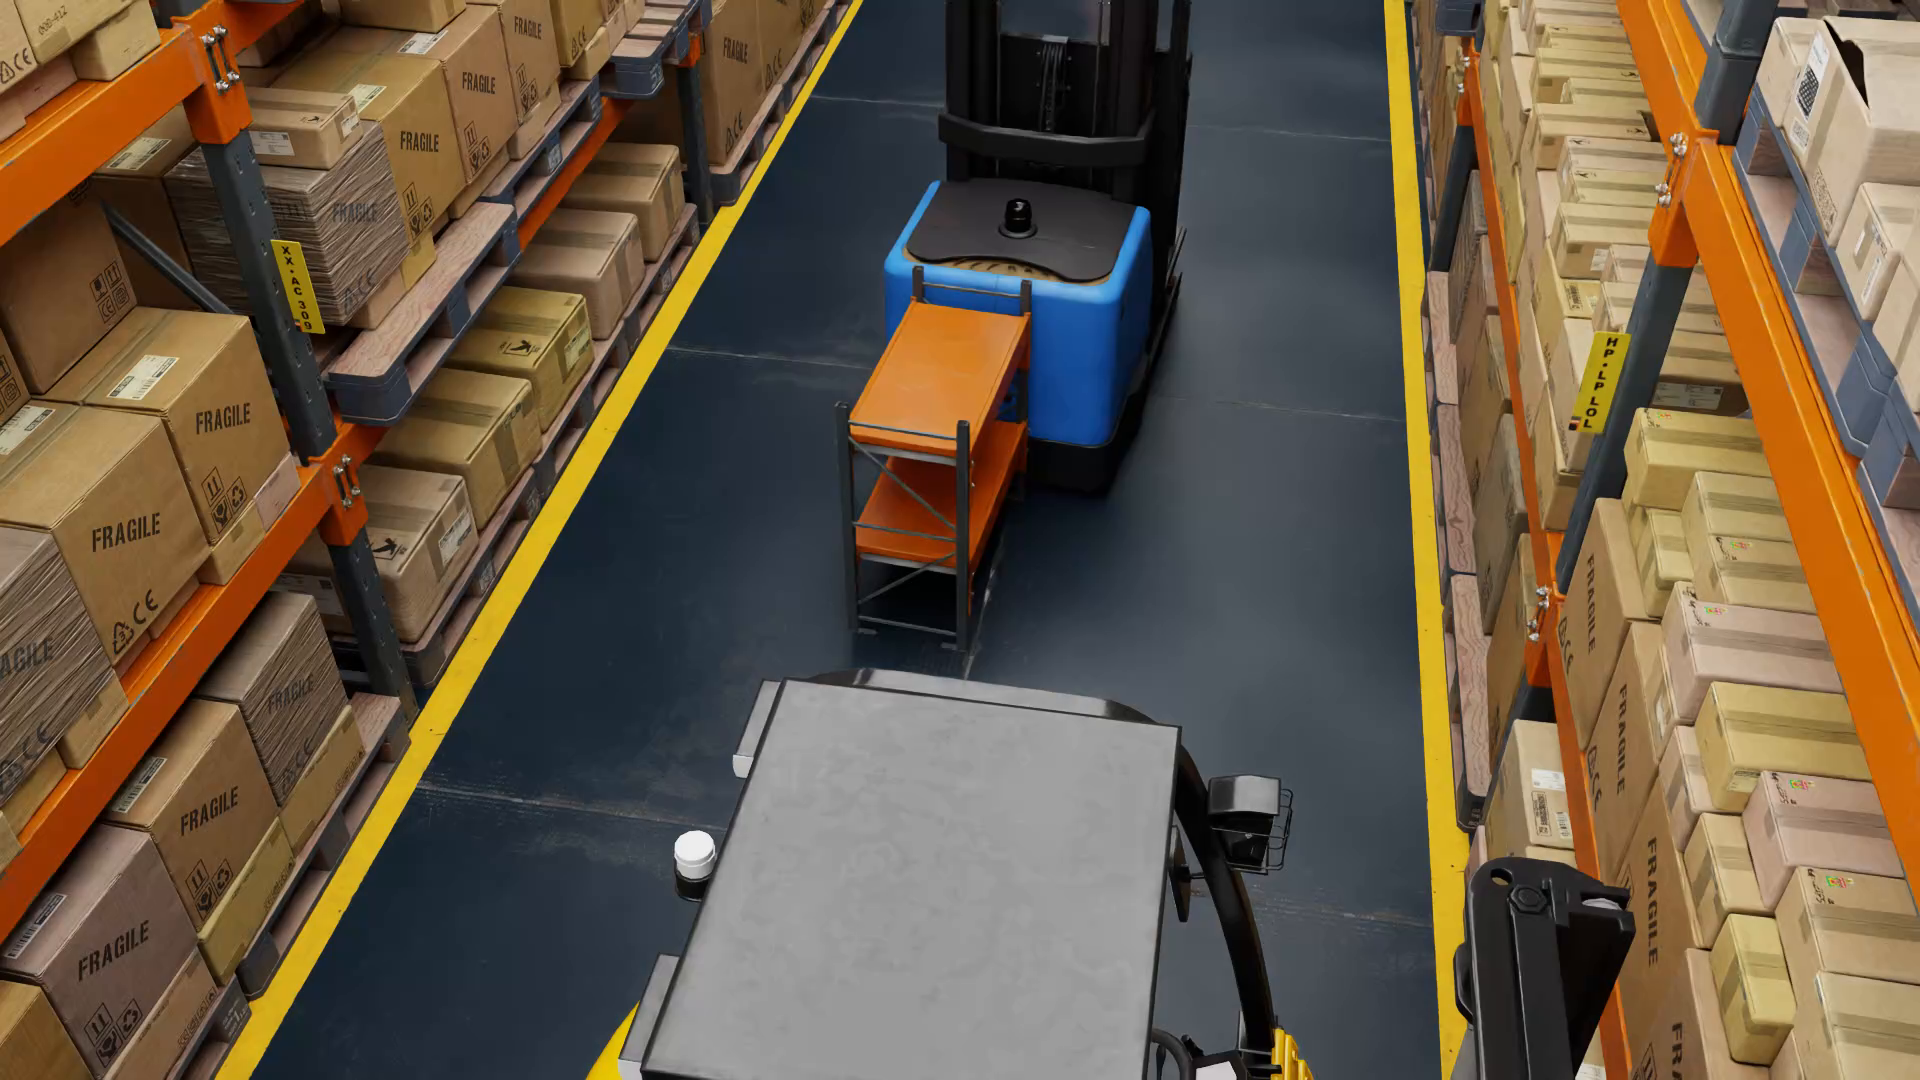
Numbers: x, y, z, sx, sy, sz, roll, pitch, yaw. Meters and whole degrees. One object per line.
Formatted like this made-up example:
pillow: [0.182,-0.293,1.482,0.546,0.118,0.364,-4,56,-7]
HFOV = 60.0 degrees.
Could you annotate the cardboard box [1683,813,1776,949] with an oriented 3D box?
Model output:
cardboard box: [1.732,0.722,3.435,0.380,0.149,0.250,5,40,6]

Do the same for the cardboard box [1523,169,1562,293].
cardboard box: [2.305,-1.075,5.922,0.500,0.250,0.500,7,40,9]

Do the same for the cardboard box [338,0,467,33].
cardboard box: [-2.078,-2.020,6.188,0.380,0.149,0.250,9,40,10]

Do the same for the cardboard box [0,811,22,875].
cardboard box: [-2.604,0.788,4.140,0.380,0.149,0.250,7,40,8]

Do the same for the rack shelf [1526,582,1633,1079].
rack shelf: [1.950,1.572,3.559,1.077,0.370,4.000,6,40,8]

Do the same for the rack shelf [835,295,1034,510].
rack shelf: [-0.081,-0.566,6.592,0.538,0.278,1.000,10,41,11]

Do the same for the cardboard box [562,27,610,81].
cardboard box: [-1.786,-2.178,7.398,0.380,0.149,0.250,7,40,8]

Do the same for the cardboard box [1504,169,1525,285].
cardboard box: [2.405,-1.197,6.461,0.500,0.250,0.500,8,40,9]

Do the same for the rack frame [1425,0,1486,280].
rack frame: [2.988,-2.471,7.884,1.000,3.000,0.127,6,40,8]

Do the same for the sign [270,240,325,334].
sign: [-2.058,-0.784,5.165,0.100,0.325,0.005,6,40,8]

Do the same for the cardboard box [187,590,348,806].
cardboard box: [-2.432,0.505,5.526,0.500,0.500,0.500,6,40,7]

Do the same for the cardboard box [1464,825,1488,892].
cardboard box: [1.886,1.205,5.267,0.500,0.250,0.500,7,40,8]

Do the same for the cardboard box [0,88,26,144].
cardboard box: [-2.499,-1.021,3.974,0.380,0.149,0.250,7,40,8]

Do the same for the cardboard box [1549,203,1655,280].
cardboard box: [2.172,-0.979,5.493,0.380,0.149,0.250,5,40,6]

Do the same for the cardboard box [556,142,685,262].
cardboard box: [-2.009,-1.811,8.819,0.950,0.372,0.625,4,40,5]

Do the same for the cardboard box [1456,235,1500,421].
cardboard box: [2.761,-0.916,7.538,0.875,0.625,0.625,8,40,9]

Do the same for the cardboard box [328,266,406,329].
cardboard box: [-2.187,-0.882,5.831,0.380,0.149,0.250,7,40,8]

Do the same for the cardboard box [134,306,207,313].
cardboard box: [-2.777,-0.924,5.881,0.380,0.149,0.250,7,40,8]

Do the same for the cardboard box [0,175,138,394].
cardboard box: [-2.883,-0.792,4.757,0.700,0.500,0.500,6,40,7]

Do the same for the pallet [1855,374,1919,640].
pallet: [1.960,0.219,2.346,1.003,0.211,1.213,6,40,8]

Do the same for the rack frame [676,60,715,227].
rack frame: [-1.902,-3.016,8.543,1.000,3.000,0.127,6,40,8]

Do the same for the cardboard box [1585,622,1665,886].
cardboard box: [1.888,0.580,4.116,0.500,0.500,0.500,7,40,8]

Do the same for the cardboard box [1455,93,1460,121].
cardboard box: [2.824,-2.257,8.749,0.380,0.149,0.250,5,40,5]

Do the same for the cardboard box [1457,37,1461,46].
cardboard box: [3.063,-2.909,9.538,0.380,0.149,0.250,6,40,7]

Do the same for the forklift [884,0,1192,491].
forklift: [0.537,-2.295,7.725,1.130,2.935,3.031,10,41,11]

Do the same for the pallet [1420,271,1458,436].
pallet: [2.807,-0.884,8.153,1.003,0.211,1.213,6,40,8]

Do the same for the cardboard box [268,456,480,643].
cardboard box: [-2.505,0.016,6.609,0.950,0.372,0.625,7,40,8]

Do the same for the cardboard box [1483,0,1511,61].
cardboard box: [2.646,-2.357,7.472,0.500,0.250,0.500,6,40,8]

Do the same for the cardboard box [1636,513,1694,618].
cardboard box: [1.938,0.085,4.206,0.380,0.149,0.250,7,40,9]

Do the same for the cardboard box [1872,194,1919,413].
cardboard box: [1.740,-0.367,2.683,0.396,0.266,0.258,6,40,7]

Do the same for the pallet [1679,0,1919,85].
pallet: [2.436,-1.598,4.624,0.805,0.209,1.217,5,40,6]

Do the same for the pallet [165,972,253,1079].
pallet: [-2.884,1.763,4.952,1.003,0.211,1.213,6,40,8]

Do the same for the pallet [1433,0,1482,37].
pallet: [3.036,-2.830,8.469,1.213,0.211,1.003,6,40,8]

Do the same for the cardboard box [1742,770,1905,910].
cardboard box: [1.803,0.621,3.324,0.380,0.149,0.250,6,40,7]

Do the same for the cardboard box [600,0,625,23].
cardboard box: [-1.785,-2.689,7.507,0.500,0.500,0.500,6,40,7]

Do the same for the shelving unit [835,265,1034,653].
shelving unit: [-0.081,-0.340,6.779,0.538,1.125,1.048,10,41,11]

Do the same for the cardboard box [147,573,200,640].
cardboard box: [-2.508,0.139,4.925,0.380,0.149,0.250,7,40,8]

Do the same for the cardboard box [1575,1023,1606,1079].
cardboard box: [1.730,1.455,4.180,0.500,0.250,0.500,8,40,9]

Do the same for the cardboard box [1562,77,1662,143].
cardboard box: [2.480,-1.607,6.252,0.380,0.149,0.250,6,40,8]

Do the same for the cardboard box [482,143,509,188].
cardboard box: [-2.031,-1.536,6.621,0.380,0.149,0.250,7,40,8]

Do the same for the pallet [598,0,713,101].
pallet: [-1.920,-2.483,8.049,1.213,0.211,1.003,6,40,8]

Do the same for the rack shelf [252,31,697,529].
rack shelf: [-2.248,-1.483,7.254,1.077,0.370,4.000,6,40,8]

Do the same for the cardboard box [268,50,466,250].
cardboard box: [-2.144,-1.397,5.945,0.500,0.500,0.500,7,40,8]

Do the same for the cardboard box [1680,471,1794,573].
cardboard box: [2.009,-0.020,4.099,0.380,0.149,0.250,7,40,8]

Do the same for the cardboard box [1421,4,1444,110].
cardboard box: [3.106,-2.928,10.069,0.500,0.500,0.500,5,40,6]

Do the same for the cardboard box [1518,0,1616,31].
cardboard box: [2.578,-2.260,7.042,0.380,0.149,0.250,7,40,9]
